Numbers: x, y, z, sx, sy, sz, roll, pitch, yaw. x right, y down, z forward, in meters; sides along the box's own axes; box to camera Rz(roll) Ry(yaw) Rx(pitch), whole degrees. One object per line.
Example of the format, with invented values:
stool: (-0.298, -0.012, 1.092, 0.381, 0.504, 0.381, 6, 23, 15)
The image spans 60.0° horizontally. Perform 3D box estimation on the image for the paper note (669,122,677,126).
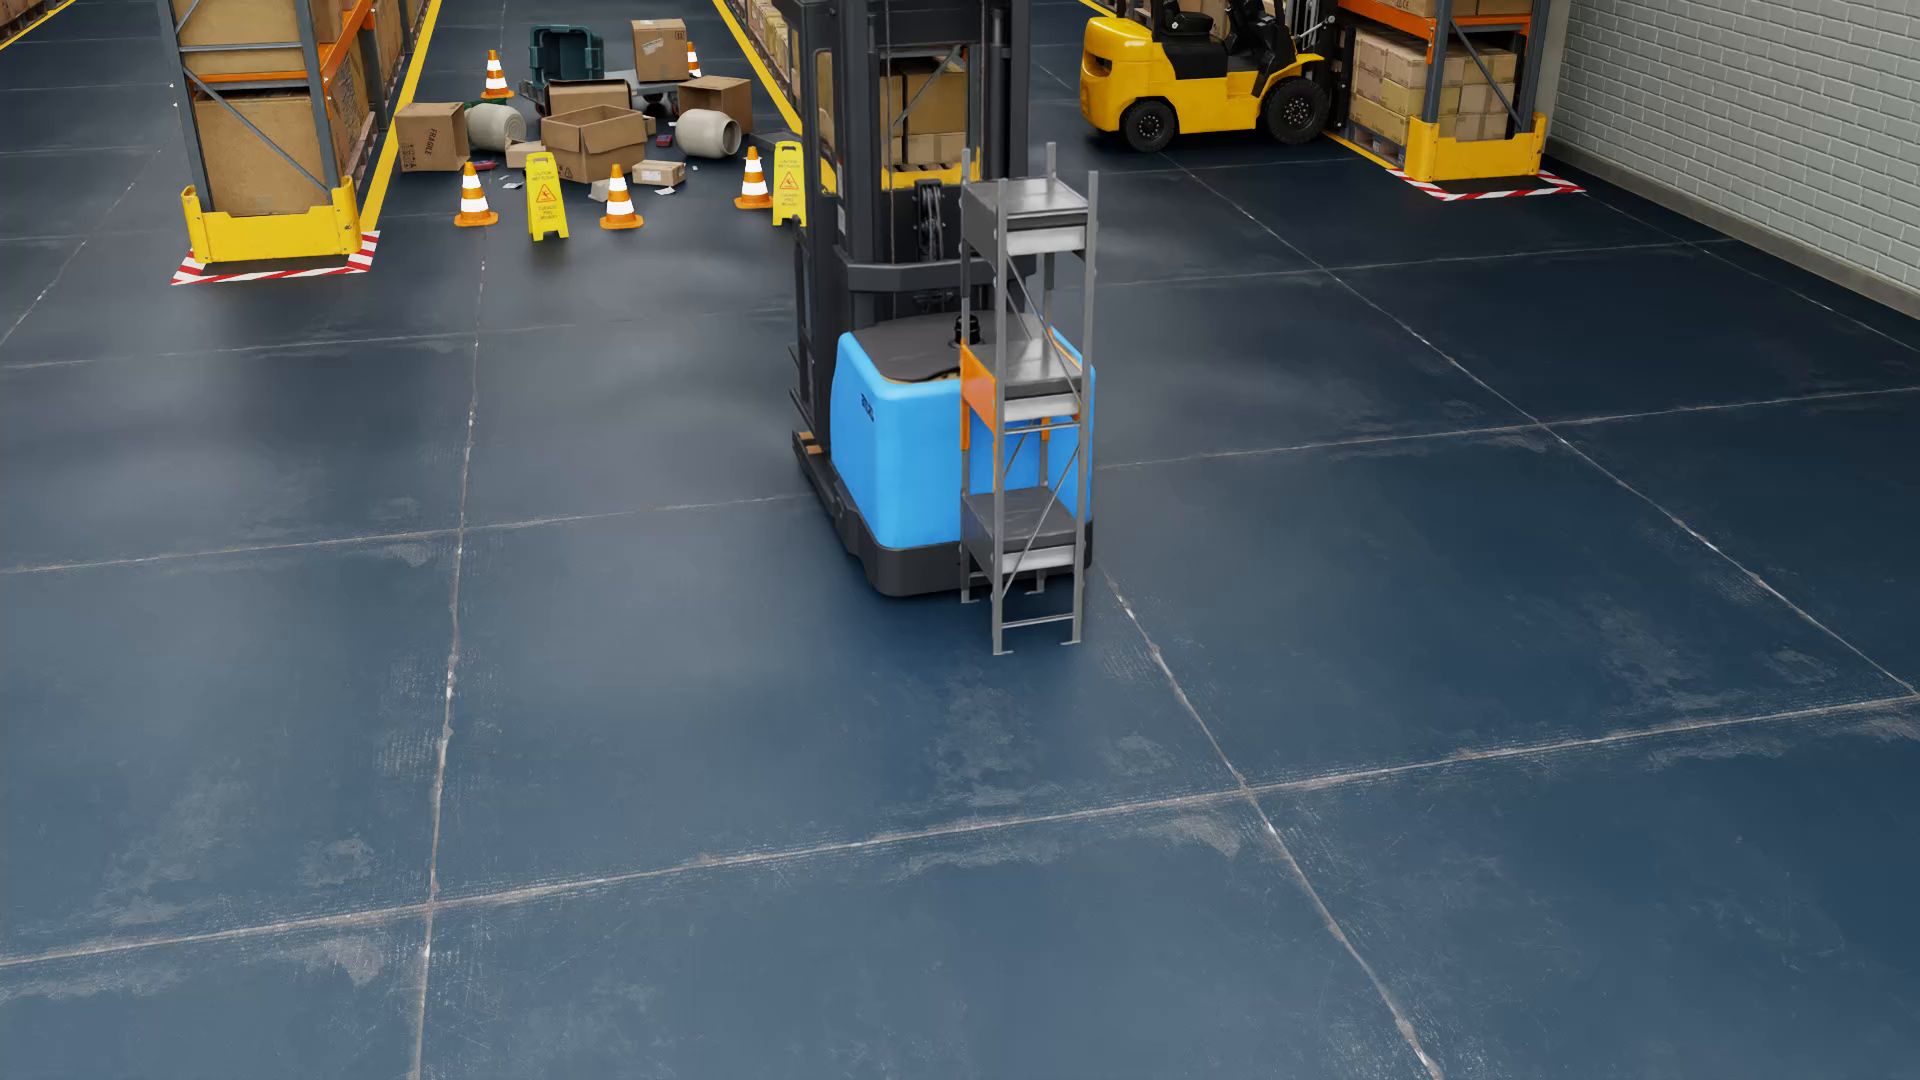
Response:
paper note: (-2.784, -4.098, 16.335, 0.148, 0.019, 0.142, -6, 27, -12)

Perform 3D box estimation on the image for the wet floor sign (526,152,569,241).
wet floor sign: (-3.204, -2.663, 12.811, 0.267, 0.644, 0.232, -11, 29, -20)

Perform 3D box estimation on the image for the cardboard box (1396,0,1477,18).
cardboard box: (4.129, -4.813, 14.345, 0.500, 0.500, 0.500, -7, 28, -13)

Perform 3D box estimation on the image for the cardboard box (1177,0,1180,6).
cardboard box: (2.975, -6.657, 20.279, 0.875, 0.625, 0.625, -5, 27, -10)

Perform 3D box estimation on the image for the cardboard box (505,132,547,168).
cardboard box: (-3.859, -3.494, 14.878, 0.396, 0.266, 0.258, -1, 27, -3)

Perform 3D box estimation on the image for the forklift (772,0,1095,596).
forklift: (-0.285, -1.696, 8.357, 1.130, 2.935, 3.031, -8, 28, -15)

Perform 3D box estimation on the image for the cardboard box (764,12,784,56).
cardboard box: (-1.685, -5.694, 18.652, 0.950, 0.372, 0.625, -5, 27, -10)

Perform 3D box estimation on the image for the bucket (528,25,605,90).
bucket: (-3.764, -4.674, 16.127, 0.726, 0.611, 0.620, 3, 17, 6)

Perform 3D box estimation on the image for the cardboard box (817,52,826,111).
cardboard box: (-1.002, -4.144, 14.885, 0.500, 0.500, 0.500, -7, 28, -13)

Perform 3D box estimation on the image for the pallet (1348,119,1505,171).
pallet: (4.283, -3.665, 15.278, 1.003, 0.211, 1.213, -6, 27, -12)

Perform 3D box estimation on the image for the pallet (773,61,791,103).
pallet: (-1.418, -4.926, 17.775, 1.003, 0.211, 1.213, -6, 27, -12)

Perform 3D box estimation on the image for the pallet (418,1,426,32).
pallet: (-7.388, -6.671, 21.232, 1.003, 0.211, 1.213, -6, 27, -12)

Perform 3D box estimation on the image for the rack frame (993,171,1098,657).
rack frame: (0.338, -0.457, 6.825, 0.400, 2.100, 0.015, -8, 28, -15)

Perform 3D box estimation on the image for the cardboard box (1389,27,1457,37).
cardboard box: (4.353, -4.655, 15.619, 0.500, 0.250, 0.500, -6, 27, -12)

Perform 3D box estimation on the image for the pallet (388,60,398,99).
pallet: (-6.567, -4.905, 17.733, 1.003, 0.211, 1.213, -6, 27, -12)

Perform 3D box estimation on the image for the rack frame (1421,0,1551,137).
rack frame: (4.496, -4.579, 13.993, 1.000, 3.000, 0.127, -6, 27, -12)

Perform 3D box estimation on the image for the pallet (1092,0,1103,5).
pallet: (2.290, -7.712, 23.295, 1.003, 0.211, 1.213, -6, 27, -12)

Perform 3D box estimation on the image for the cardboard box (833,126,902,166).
cardboard box: (-0.789, -3.371, 14.185, 0.500, 0.250, 0.500, -6, 27, -12)

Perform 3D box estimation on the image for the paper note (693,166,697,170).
paper note: (-2.359, -3.314, 14.805, 0.032, 0.001, 0.123, -6, 27, -12)

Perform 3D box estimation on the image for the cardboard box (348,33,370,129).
cardboard box: (-5.967, -4.238, 15.209, 0.875, 0.875, 0.875, -6, 27, -11)

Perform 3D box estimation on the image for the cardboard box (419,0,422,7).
cardboard box: (-7.205, -7.115, 21.326, 0.500, 0.500, 0.500, -7, 28, -13)

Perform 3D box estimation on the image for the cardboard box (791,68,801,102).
cardboard box: (-1.371, -4.503, 16.427, 0.500, 0.250, 0.500, -7, 28, -14)

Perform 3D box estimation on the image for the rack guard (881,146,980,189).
rack guard: (-0.357, -2.990, 13.620, 1.175, 0.500, 0.348, -6, 27, -12)

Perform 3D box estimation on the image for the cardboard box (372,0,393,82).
cardboard box: (-6.482, -5.152, 17.160, 1.050, 0.750, 0.750, -6, 27, -12)

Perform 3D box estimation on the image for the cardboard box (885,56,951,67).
cardboard box: (-0.380, -3.989, 14.578, 0.500, 0.500, 0.500, -7, 28, -14)

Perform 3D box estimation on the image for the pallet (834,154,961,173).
pallet: (-0.505, -3.222, 14.399, 1.003, 0.211, 1.213, -6, 27, -12)

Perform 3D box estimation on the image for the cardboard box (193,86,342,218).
cardboard box: (-5.357, -3.056, 12.868, 0.875, 0.875, 0.875, -6, 27, -11)

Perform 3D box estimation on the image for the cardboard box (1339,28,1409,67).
cardboard box: (3.844, -4.600, 15.510, 0.500, 0.250, 0.500, -6, 27, -11)

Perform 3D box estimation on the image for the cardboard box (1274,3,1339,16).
cardboard box: (3.503, -5.271, 16.841, 0.500, 0.250, 0.500, -6, 27, -12)

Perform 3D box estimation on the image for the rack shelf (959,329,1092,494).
rack shelf: (0.268, -0.550, 7.040, 0.431, 0.518, 0.480, -8, 28, -15)

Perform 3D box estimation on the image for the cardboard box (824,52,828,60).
cardboard box: (-0.976, -4.248, 14.370, 0.380, 0.149, 0.250, -5, 27, -11)

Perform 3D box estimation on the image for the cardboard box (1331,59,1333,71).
cardboard box: (3.733, -4.610, 16.084, 0.500, 0.250, 0.500, -6, 27, -12)

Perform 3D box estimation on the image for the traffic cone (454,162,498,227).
traffic cone: (-3.876, -2.771, 13.226, 0.336, 0.463, 0.334, -6, 27, -12)

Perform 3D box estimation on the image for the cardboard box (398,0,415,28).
cardboard box: (-6.853, -6.446, 20.000, 0.500, 0.500, 0.500, -7, 28, -14)

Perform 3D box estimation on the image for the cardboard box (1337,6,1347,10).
cardboard box: (4.023, -5.324, 16.945, 0.500, 0.250, 0.500, -6, 27, -12)

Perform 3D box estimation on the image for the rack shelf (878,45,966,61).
rack shelf: (-0.790, -4.630, 14.892, 1.077, 0.370, 4.000, -6, 27, -12)

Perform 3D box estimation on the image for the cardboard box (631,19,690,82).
cardboard box: (-2.968, -4.857, 16.478, 0.500, 0.500, 0.500, -6, 27, -12)

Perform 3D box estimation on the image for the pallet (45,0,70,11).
pallet: (-12.794, -7.432, 22.740, 1.003, 0.211, 1.213, -6, 27, -12)

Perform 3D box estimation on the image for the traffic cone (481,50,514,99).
traffic cone: (-4.872, -4.892, 17.428, 0.336, 0.463, 0.334, -6, 27, -12)

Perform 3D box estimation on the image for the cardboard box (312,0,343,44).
cardboard box: (-5.416, -4.249, 13.173, 0.875, 0.550, 0.550, -6, 27, -12)

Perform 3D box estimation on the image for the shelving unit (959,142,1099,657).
shelving unit: (0.268, -0.562, 7.034, 0.431, 2.100, 0.503, -8, 28, -15)

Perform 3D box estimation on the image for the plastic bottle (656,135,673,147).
plastic bottle: (-2.777, -3.760, 15.632, 0.133, 0.061, 0.283, -1, 27, -3)

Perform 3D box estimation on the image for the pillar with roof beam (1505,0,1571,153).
pillar with roof beam: (1.023, -7.217, 12.562, 9.100, 9.000, 0.400, -6, 27, -12)

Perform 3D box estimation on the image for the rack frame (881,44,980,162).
rack frame: (-0.339, -4.073, 12.991, 1.000, 3.000, 0.127, -6, 27, -12)

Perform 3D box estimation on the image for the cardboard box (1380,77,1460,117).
cardboard box: (4.081, -3.944, 14.765, 0.500, 0.250, 0.500, -6, 27, -12)

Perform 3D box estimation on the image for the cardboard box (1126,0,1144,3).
cardboard box: (2.388, -7.326, 21.744, 0.500, 0.500, 0.500, -5, 27, -10)

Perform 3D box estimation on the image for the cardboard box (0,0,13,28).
cardboard box: (-12.126, -6.515, 19.720, 1.225, 0.875, 0.875, -6, 27, -11)

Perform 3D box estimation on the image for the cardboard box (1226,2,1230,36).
cardboard box: (3.466, -5.690, 18.364, 0.875, 0.625, 0.625, -5, 27, -9)

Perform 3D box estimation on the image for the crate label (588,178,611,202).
crate label: (-2.936, -2.930, 13.902, 0.250, 0.136, 0.298, -23, 35, -38)

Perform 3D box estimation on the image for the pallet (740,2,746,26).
pallet: (-2.247, -6.694, 21.278, 1.003, 0.211, 1.213, -6, 27, -12)

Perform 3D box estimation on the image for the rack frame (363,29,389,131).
rack frame: (-6.041, -5.282, 15.386, 1.000, 3.000, 0.127, -6, 27, -12)

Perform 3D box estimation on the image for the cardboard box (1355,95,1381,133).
cardboard box: (3.979, -3.932, 15.297, 0.500, 0.250, 0.500, -6, 27, -12)

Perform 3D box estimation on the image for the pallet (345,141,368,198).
pallet: (-5.667, -3.159, 14.274, 1.003, 0.211, 1.213, -6, 27, -12)
